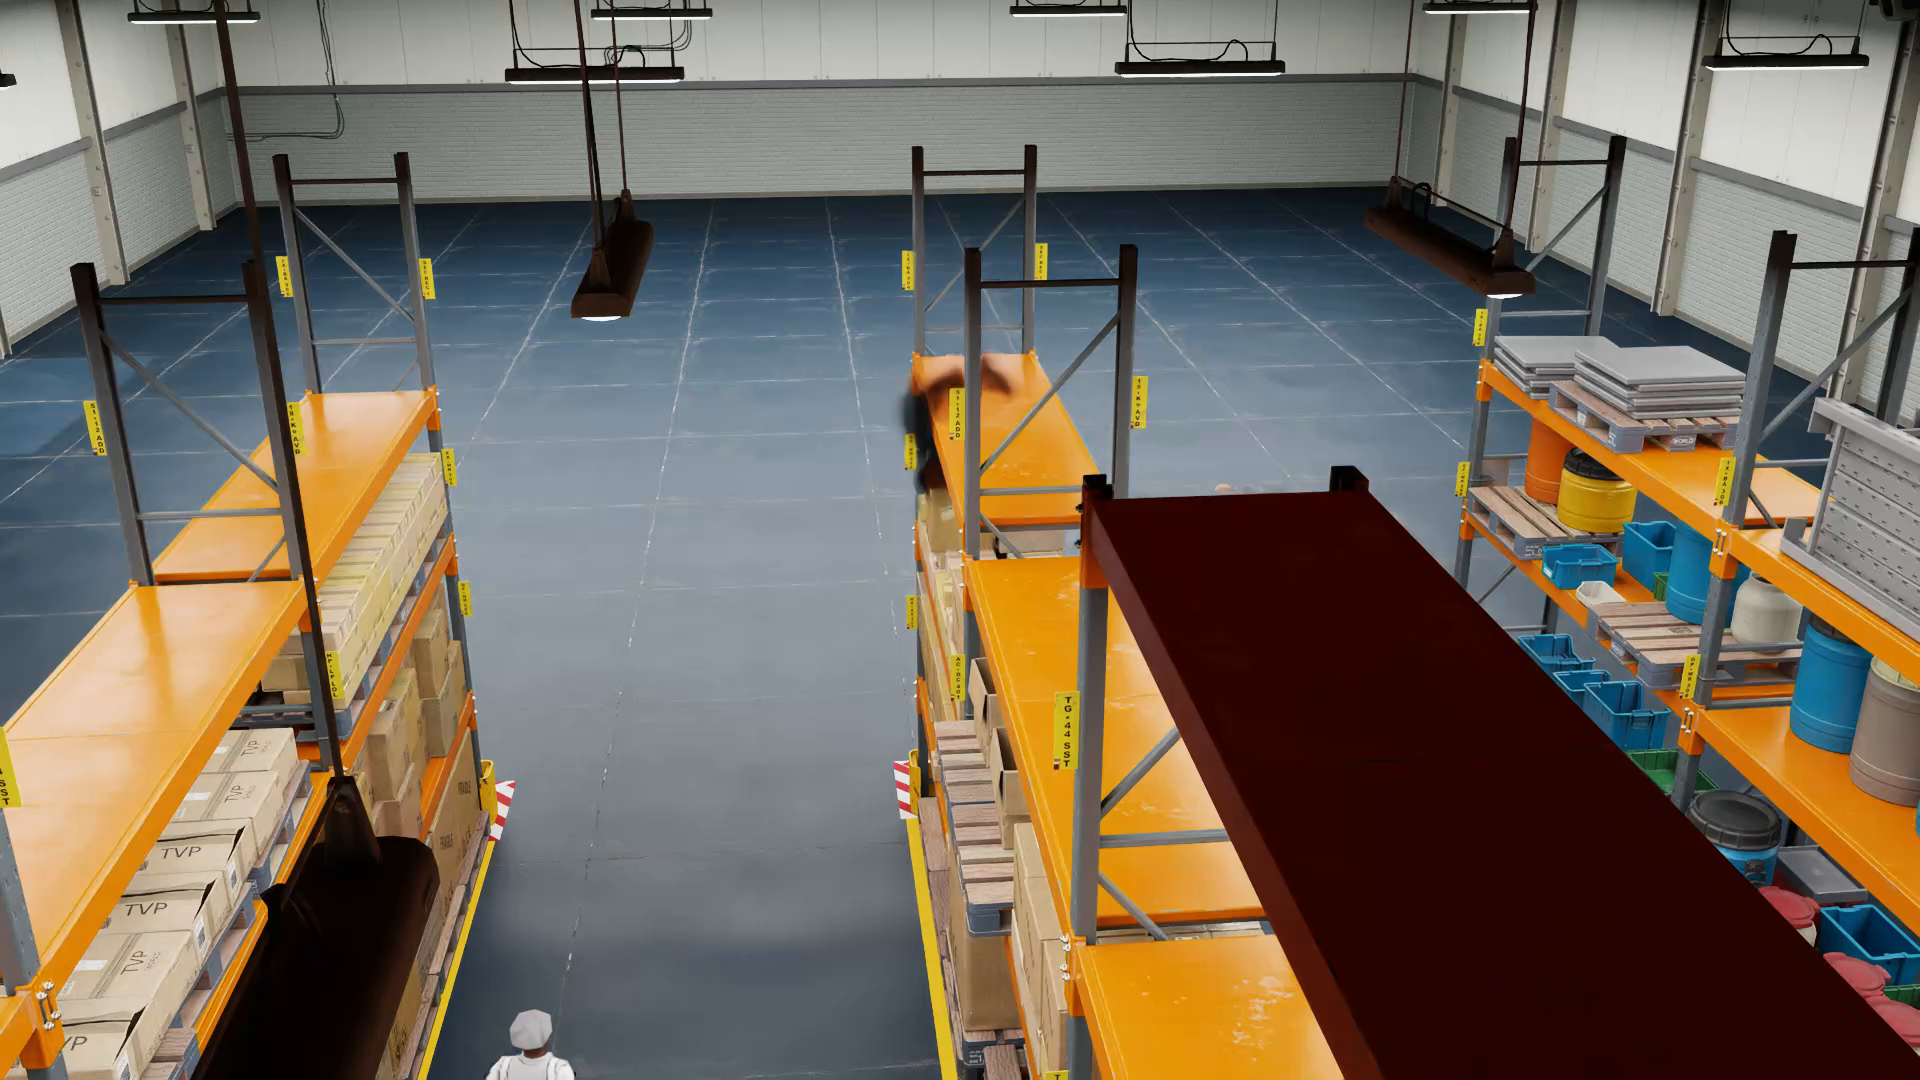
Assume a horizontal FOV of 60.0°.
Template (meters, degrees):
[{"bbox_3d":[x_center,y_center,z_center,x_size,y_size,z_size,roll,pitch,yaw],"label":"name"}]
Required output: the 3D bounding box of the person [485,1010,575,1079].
[{"bbox_3d":[-2.535,3.672,9.969,0.653,1.842,0.830,-2,22,-4],"label":"person"}]

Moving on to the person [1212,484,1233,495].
[{"bbox_3d":[2.883,0.214,18.846,0.618,1.646,0.685,7,23,18],"label":"person"}]
